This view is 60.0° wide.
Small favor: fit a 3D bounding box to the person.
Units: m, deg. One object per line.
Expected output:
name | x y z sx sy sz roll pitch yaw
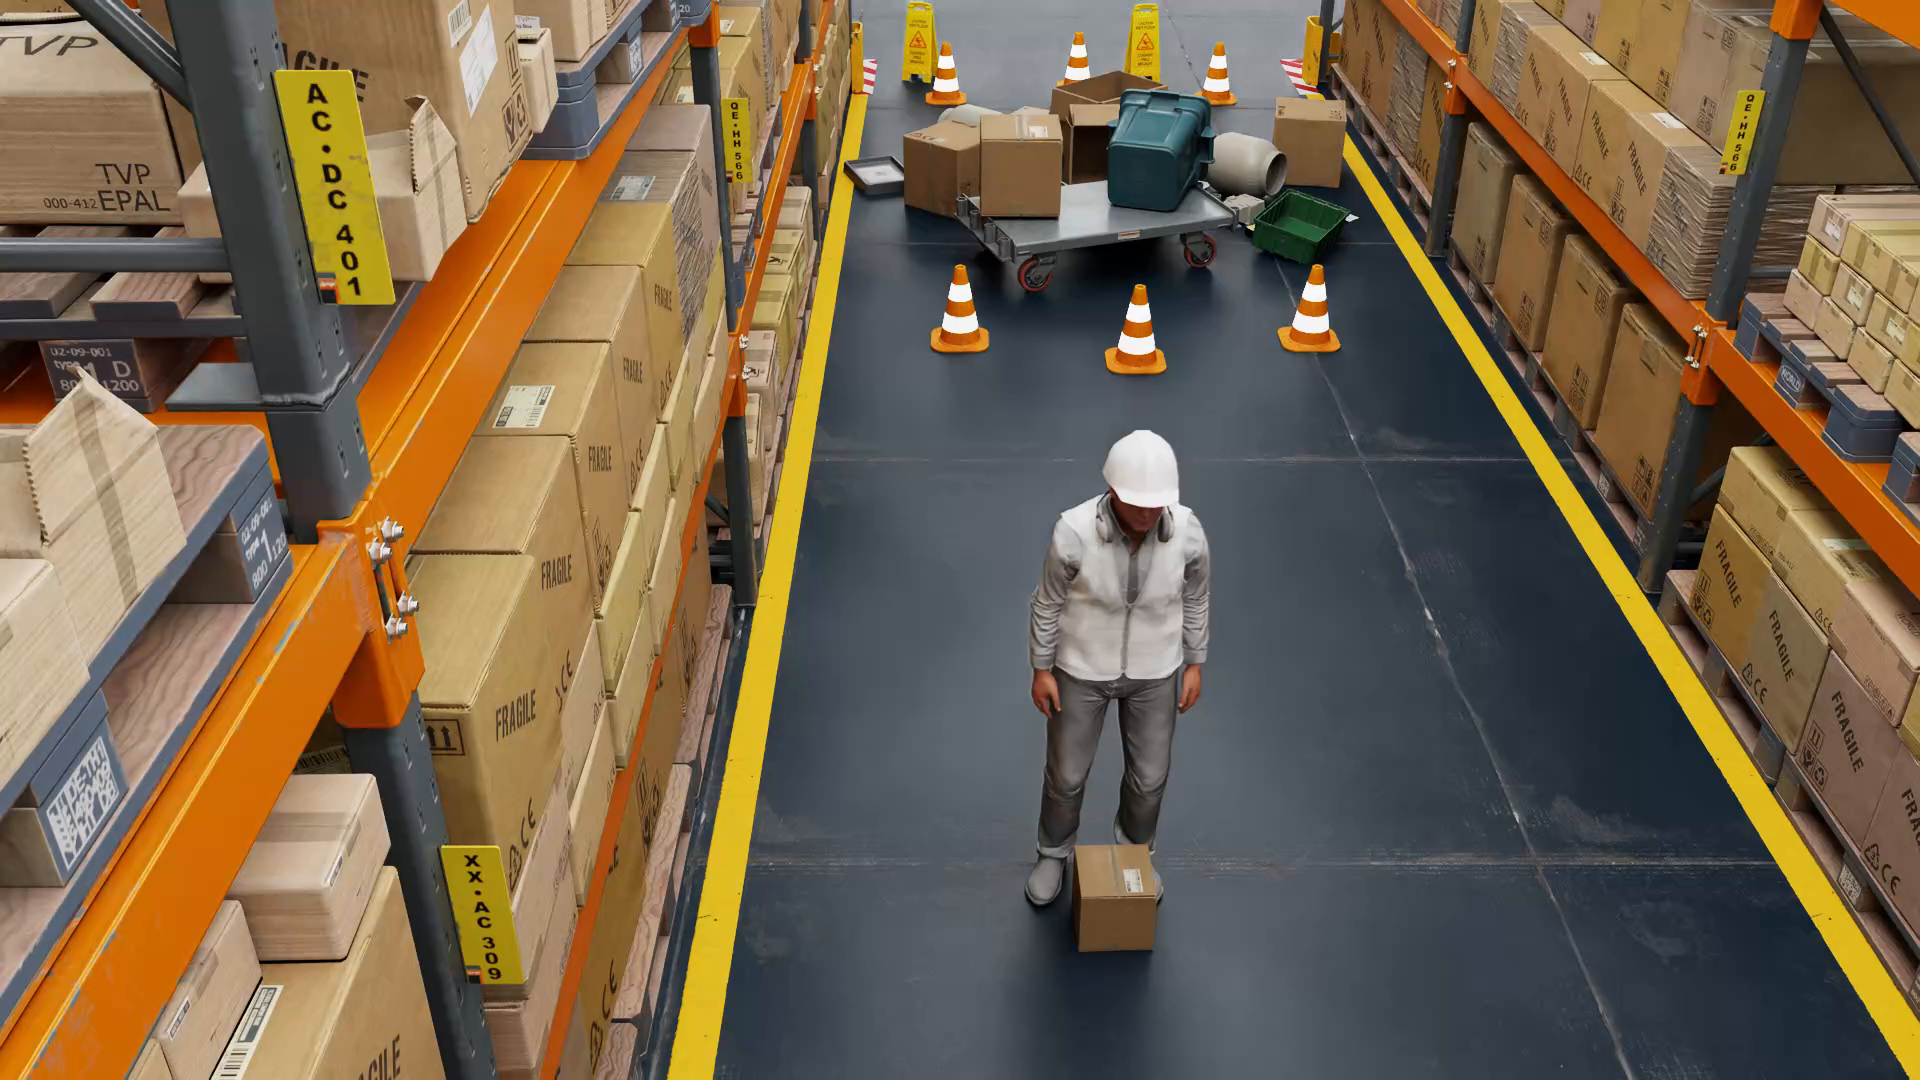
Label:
person | 0.514 0.419 5.424 0.590 1.767 0.464 -2 31 -3
